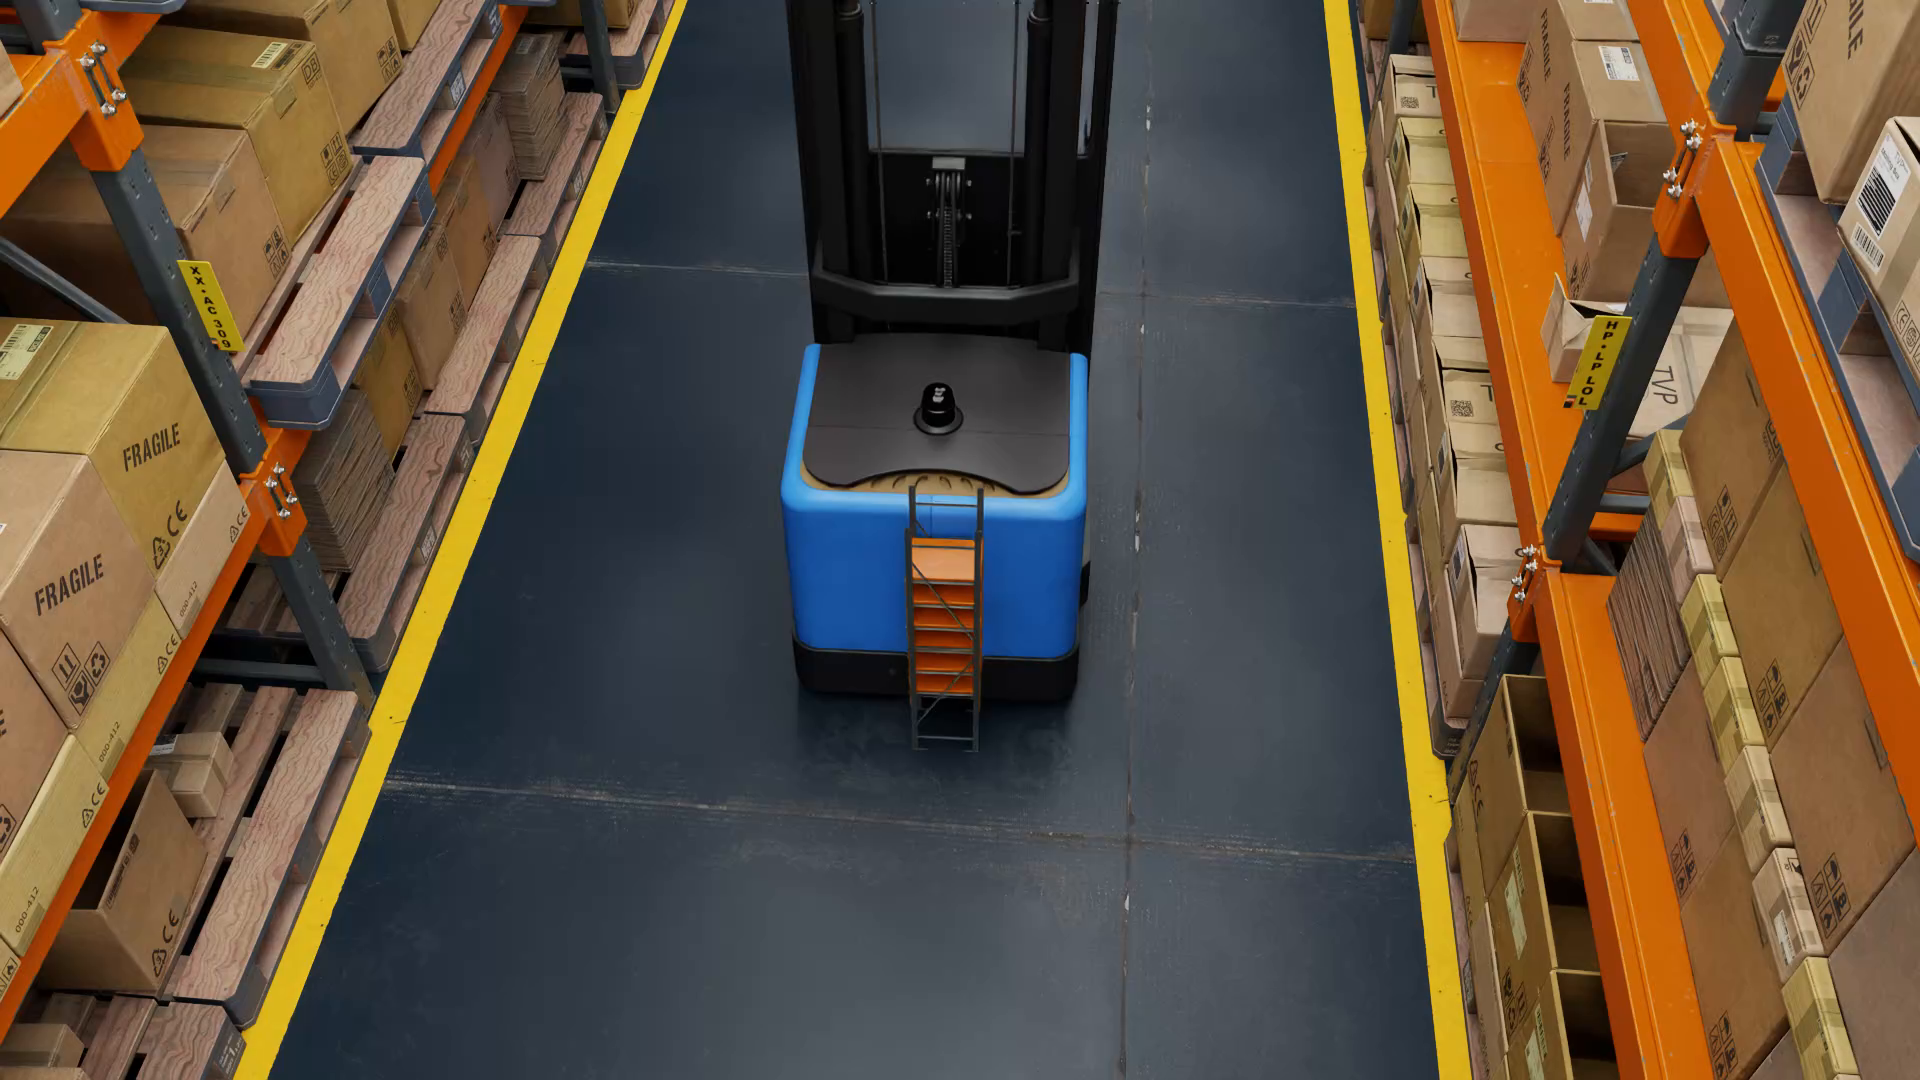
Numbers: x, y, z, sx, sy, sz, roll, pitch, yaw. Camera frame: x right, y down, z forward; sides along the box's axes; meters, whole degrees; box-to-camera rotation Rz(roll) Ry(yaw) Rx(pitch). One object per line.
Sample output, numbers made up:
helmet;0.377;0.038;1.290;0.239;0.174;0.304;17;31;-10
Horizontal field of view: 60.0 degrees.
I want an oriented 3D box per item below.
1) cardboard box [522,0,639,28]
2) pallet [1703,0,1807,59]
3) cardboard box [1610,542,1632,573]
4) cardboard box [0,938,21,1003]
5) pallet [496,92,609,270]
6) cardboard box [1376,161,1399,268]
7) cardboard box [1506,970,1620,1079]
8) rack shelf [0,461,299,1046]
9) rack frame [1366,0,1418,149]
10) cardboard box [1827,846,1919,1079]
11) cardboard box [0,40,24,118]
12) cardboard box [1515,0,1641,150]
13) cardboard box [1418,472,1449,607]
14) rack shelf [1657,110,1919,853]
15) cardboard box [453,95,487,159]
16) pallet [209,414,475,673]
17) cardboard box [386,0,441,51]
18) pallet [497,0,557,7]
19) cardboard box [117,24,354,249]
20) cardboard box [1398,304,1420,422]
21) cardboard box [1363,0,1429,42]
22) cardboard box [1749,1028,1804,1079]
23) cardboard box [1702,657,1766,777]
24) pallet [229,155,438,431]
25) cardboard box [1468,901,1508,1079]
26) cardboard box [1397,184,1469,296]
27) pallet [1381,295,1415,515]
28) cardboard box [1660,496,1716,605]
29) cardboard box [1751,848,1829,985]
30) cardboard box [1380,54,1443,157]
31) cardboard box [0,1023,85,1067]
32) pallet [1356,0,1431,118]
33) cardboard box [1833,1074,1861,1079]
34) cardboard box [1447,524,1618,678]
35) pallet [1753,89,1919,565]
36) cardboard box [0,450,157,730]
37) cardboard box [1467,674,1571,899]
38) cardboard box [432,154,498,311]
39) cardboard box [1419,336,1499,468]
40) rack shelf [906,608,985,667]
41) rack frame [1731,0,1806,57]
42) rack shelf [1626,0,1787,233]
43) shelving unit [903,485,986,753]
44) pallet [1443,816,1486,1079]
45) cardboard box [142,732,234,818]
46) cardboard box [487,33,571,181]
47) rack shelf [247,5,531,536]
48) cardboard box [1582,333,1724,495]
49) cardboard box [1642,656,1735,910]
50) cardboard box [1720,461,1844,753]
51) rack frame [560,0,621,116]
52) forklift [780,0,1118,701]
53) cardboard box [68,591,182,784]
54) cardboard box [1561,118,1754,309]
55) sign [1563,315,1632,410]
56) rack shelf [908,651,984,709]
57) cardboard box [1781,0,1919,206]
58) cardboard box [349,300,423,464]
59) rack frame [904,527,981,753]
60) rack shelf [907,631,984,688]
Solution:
cardboard box;-2.126;-3.294;8.929;0.750;0.750;0.750;3;48;3
pallet;2.312;-1.674;4.371;0.805;0.209;1.217;2;48;2
cardboard box;2.531;0.233;5.729;0.500;0.311;0.500;4;48;4
cardboard box;-2.559;1.111;3.815;0.500;0.250;0.500;4;48;4
pallet;-2.397;-1.831;8.308;1.003;0.211;1.213;4;48;4
cardboard box;2.224;-1.496;7.690;0.500;0.250;0.500;3;48;2
cardboard box;1.800;1.511;4.432;0.500;0.500;0.500;4;48;4
rack shelf;-2.871;1.305;4.037;1.077;0.370;4.000;4;48;4
rack frame;2.610;-3.016;7.502;1.000;3.000;0.127;4;48;4
cardboard box;2.074;0.884;2.987;0.700;0.500;0.500;4;48;4
cardboard box;-2.488;-1.071;3.608;0.500;0.500;0.500;5;48;5
cardboard box;2.473;-1.816;6.336;0.500;0.500;0.500;2;48;1
cardboard box;2.042;0.013;6.310;0.500;0.250;0.500;3;48;3
rack shelf;2.063;0.623;2.628;1.077;0.370;4.000;4;48;4
cardboard box;-2.452;-1.957;7.421;0.500;0.250;0.500;5;48;4
pallet;-2.619;-0.038;6.668;1.003;0.211;1.213;4;48;4
cardboard box;-2.448;-2.266;6.450;0.700;0.500;0.500;4;48;4
pallet;-2.283;-2.751;7.389;1.213;0.211;1.003;4;48;4
cardboard box;-2.550;-1.371;5.632;0.700;0.500;0.500;8;48;8
cardboard box;2.136;-0.736;6.995;0.500;0.250;0.500;5;48;4
cardboard box;2.461;-3.024;8.905;0.500;0.500;0.500;6;48;5
cardboard box;2.074;1.349;3.442;0.700;0.500;0.500;5;48;5
cardboard box;1.961;0.422;3.850;0.380;0.149;0.250;3;48;3
pallet;-2.474;-0.894;5.691;1.003;0.211;1.213;4;48;4
cardboard box;1.850;1.397;5.044;0.500;0.250;0.500;4;48;4
cardboard box;2.181;-1.293;7.125;0.500;0.311;0.500;3;48;2
pallet;2.382;-0.579;7.162;1.003;0.211;1.213;4;48;4
cardboard box;2.005;0.039;4.200;0.380;0.149;0.250;5;48;4
cardboard box;1.914;0.802;3.502;0.380;0.149;0.250;3;48;2
cardboard box;2.269;-2.054;7.821;0.500;0.311;0.500;5;48;5
cardboard box;-2.854;1.580;4.932;0.380;0.149;0.250;0;48;0
pallet;2.715;-2.621;9.030;1.003;0.211;1.213;4;48;4
cardboard box;1.865;1.176;3.160;0.380;0.149;0.250;3;48;3
cardboard box;1.996;0.203;5.756;0.500;0.311;0.500;4;48;4
pallet;2.193;-0.431;3.165;1.003;0.211;1.213;4;48;4
cardboard box;-2.463;0.119;4.214;0.500;0.500;0.500;4;48;3
cardboard box;1.891;0.776;5.104;0.500;0.500;0.500;4;48;4
cardboard box;-2.517;-1.381;7.402;0.700;0.500;0.500;4;48;3
cardboard box;2.085;-0.546;6.441;0.500;0.311;0.500;4;48;3
rack shelf;-0.049;0.330;5.720;0.258;0.103;0.180;2;48;2
rack frame;2.245;-2.102;2.600;1.000;3.000;0.127;4;48;4
rack shelf;2.427;-2.316;5.316;1.077;0.370;4.000;4;48;4
shelving unit;-0.049;0.301;5.687;0.258;1.200;0.189;2;48;2
pallet;2.131;1.446;5.311;1.003;0.211;1.213;4;48;4
cardboard box;-2.707;0.796;5.637;0.380;0.166;0.250;-2;48;-2
cardboard box;-2.338;-2.119;8.077;0.700;0.500;0.500;4;48;4
rack shelf;-2.506;-1.634;6.725;1.077;0.370;4.000;4;48;4
cardboard box;2.246;-0.391;5.202;0.500;0.250;0.500;7;48;6
cardboard box;2.169;0.604;4.123;0.700;0.500;0.500;3;48;3
cardboard box;2.166;0.149;3.660;0.700;0.500;0.500;4;48;3
rack frame;-2.324;-3.347;7.804;1.000;3.000;0.127;4;48;4
forklift;-0.013;-1.479;6.142;1.130;2.935;3.031;2;48;2
cardboard box;-2.483;0.370;4.492;0.500;0.250;0.500;4;48;4
cardboard box;2.379;-1.061;5.646;0.500;0.500;0.500;7;48;6
sign;1.704;-0.470;4.442;0.100;0.325;0.005;4;48;4
rack shelf;-0.049;0.491;5.898;0.258;0.103;0.180;2;48;2
cardboard box;1.937;-0.960;3.141;0.500;0.500;0.500;7;48;7
cardboard box;-2.641;-0.637;6.722;0.700;0.500;0.500;3;48;3
rack frame;-0.054;0.369;5.626;0.240;1.200;0.006;2;48;2
rack shelf;-0.049;0.411;5.809;0.258;0.103;0.180;2;48;2
